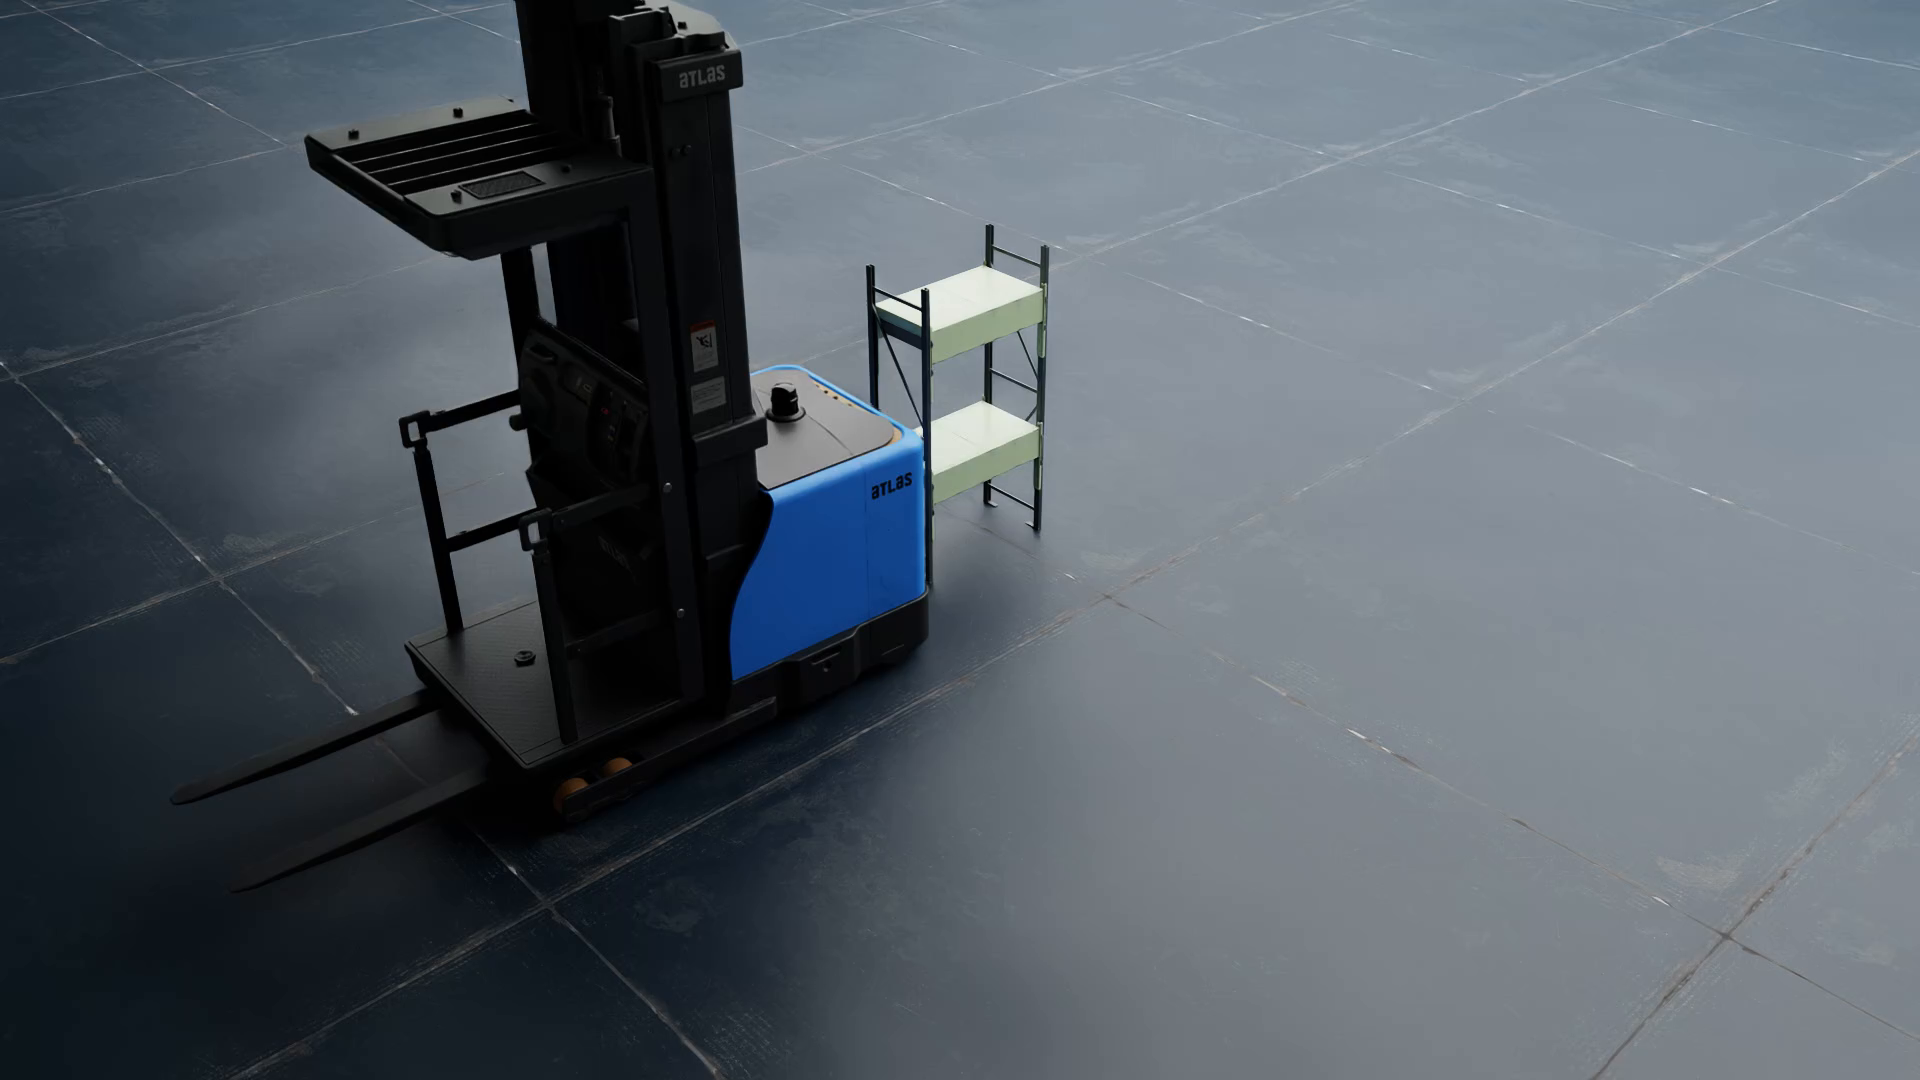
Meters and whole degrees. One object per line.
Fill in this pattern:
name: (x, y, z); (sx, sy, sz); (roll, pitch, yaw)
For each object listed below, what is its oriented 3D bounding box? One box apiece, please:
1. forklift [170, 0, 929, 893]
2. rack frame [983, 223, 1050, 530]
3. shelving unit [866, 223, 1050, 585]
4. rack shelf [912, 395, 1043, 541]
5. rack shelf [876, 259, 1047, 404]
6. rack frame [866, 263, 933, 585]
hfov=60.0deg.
forklift: (-1.594, -0.467, 6.204); (3.031, 2.935, 1.130); (-23, 39, -33)
rack frame: (0.264, -0.767, 8.067); (0.023, 1.500, 0.400); (-26, 40, -35)
shelving unit: (-0.005, -0.637, 7.855); (0.755, 1.500, 0.431); (-26, 40, -35)
rack shelf: (-0.005, -0.359, 8.025); (0.720, 0.370, 0.431); (-26, 40, -35)
rack shelf: (-0.005, -0.970, 7.651); (0.720, 0.370, 0.431); (-26, 40, -35)
rack frame: (-0.273, -0.508, 7.643); (0.023, 1.500, 0.400); (-26, 40, -35)
